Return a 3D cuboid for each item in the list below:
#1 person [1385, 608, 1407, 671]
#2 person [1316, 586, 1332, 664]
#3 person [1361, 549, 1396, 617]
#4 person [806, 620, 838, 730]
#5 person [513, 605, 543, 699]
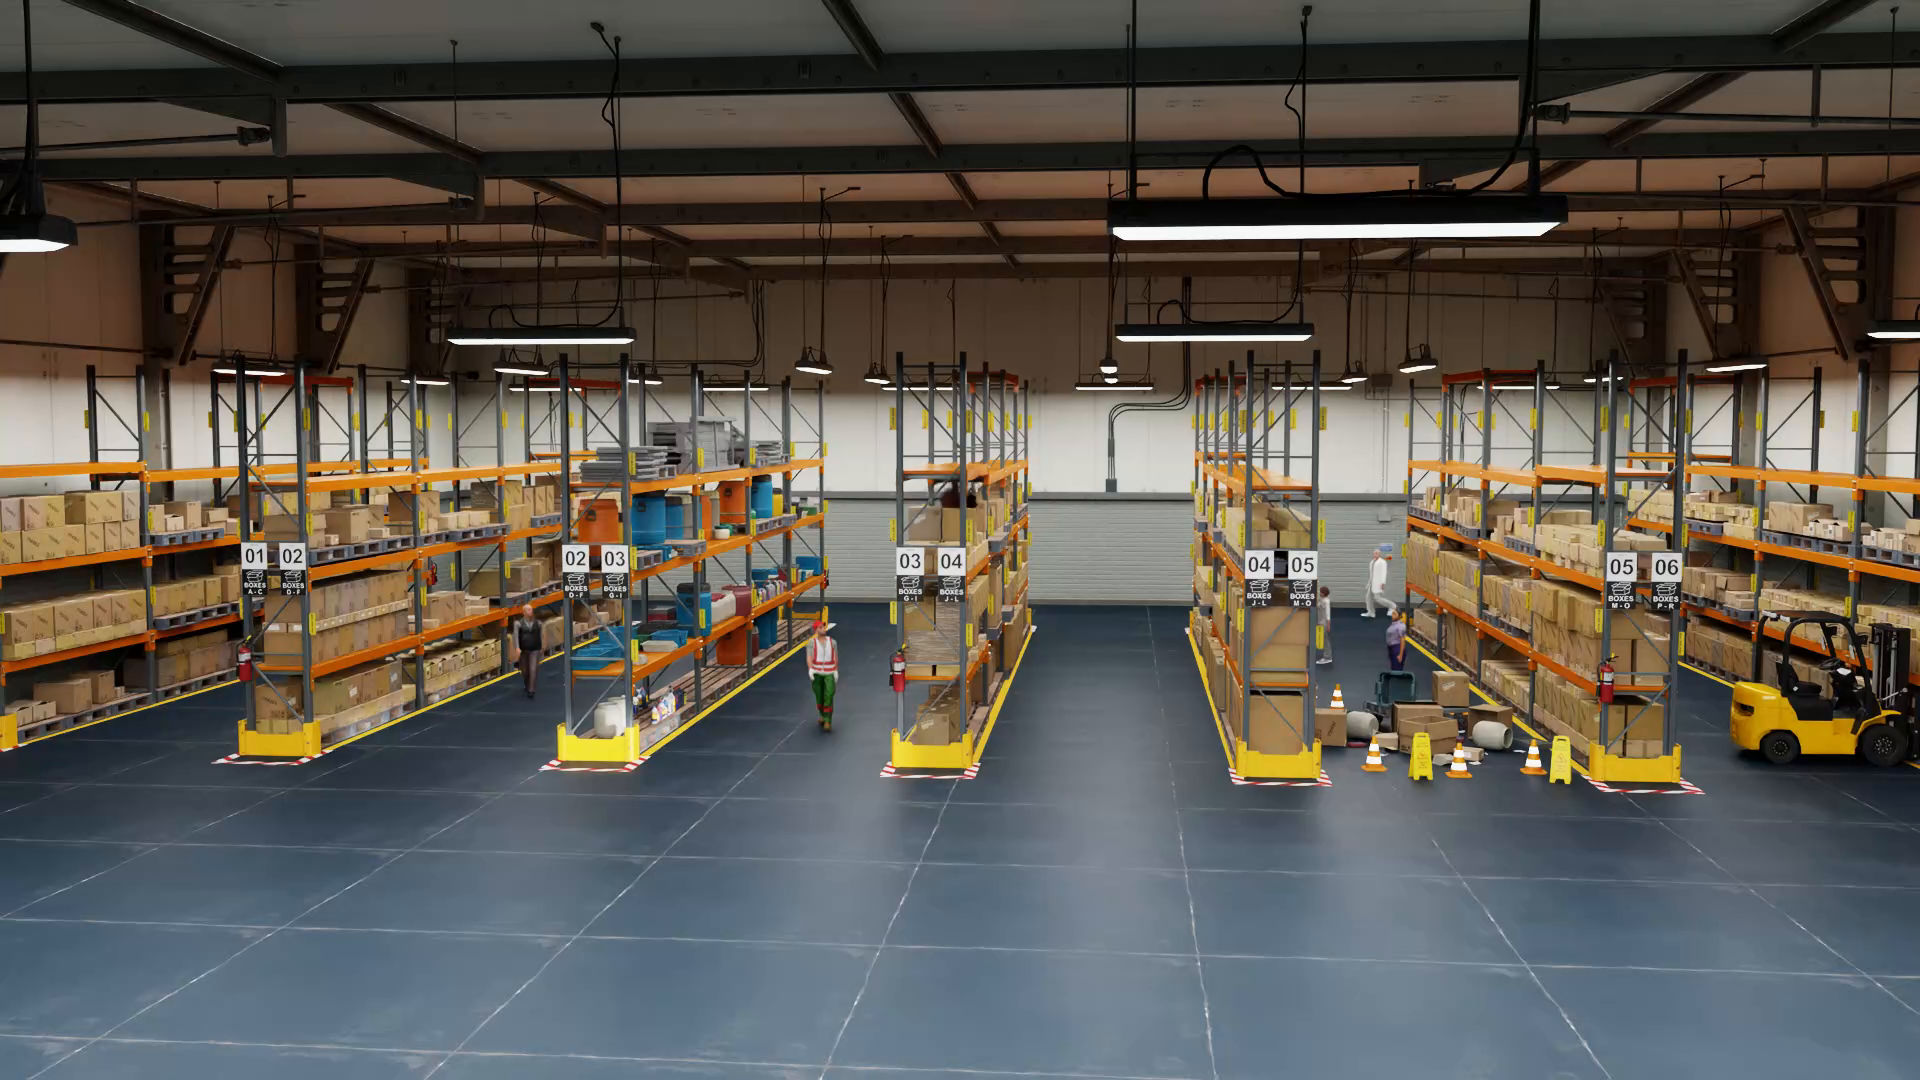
[{"bbox_3d":[7.853,2.051,29.973,0.372,1.647,0.546,1,4,12],"label":"person"},{"bbox_3d":[7.548,1.753,34.469,0.343,1.604,0.477,1,4,10],"label":"person"},{"bbox_3d":[10.678,1.110,42.446,0.827,1.734,0.619,-1,4,-11],"label":"person"},{"bbox_3d":[-2.270,2.191,27.166,0.507,1.723,0.975,0,4,3],"label":"person"},{"bbox_3d":[-7.861,2.020,30.213,0.486,1.681,1.006,0,4,-2],"label":"person"}]
